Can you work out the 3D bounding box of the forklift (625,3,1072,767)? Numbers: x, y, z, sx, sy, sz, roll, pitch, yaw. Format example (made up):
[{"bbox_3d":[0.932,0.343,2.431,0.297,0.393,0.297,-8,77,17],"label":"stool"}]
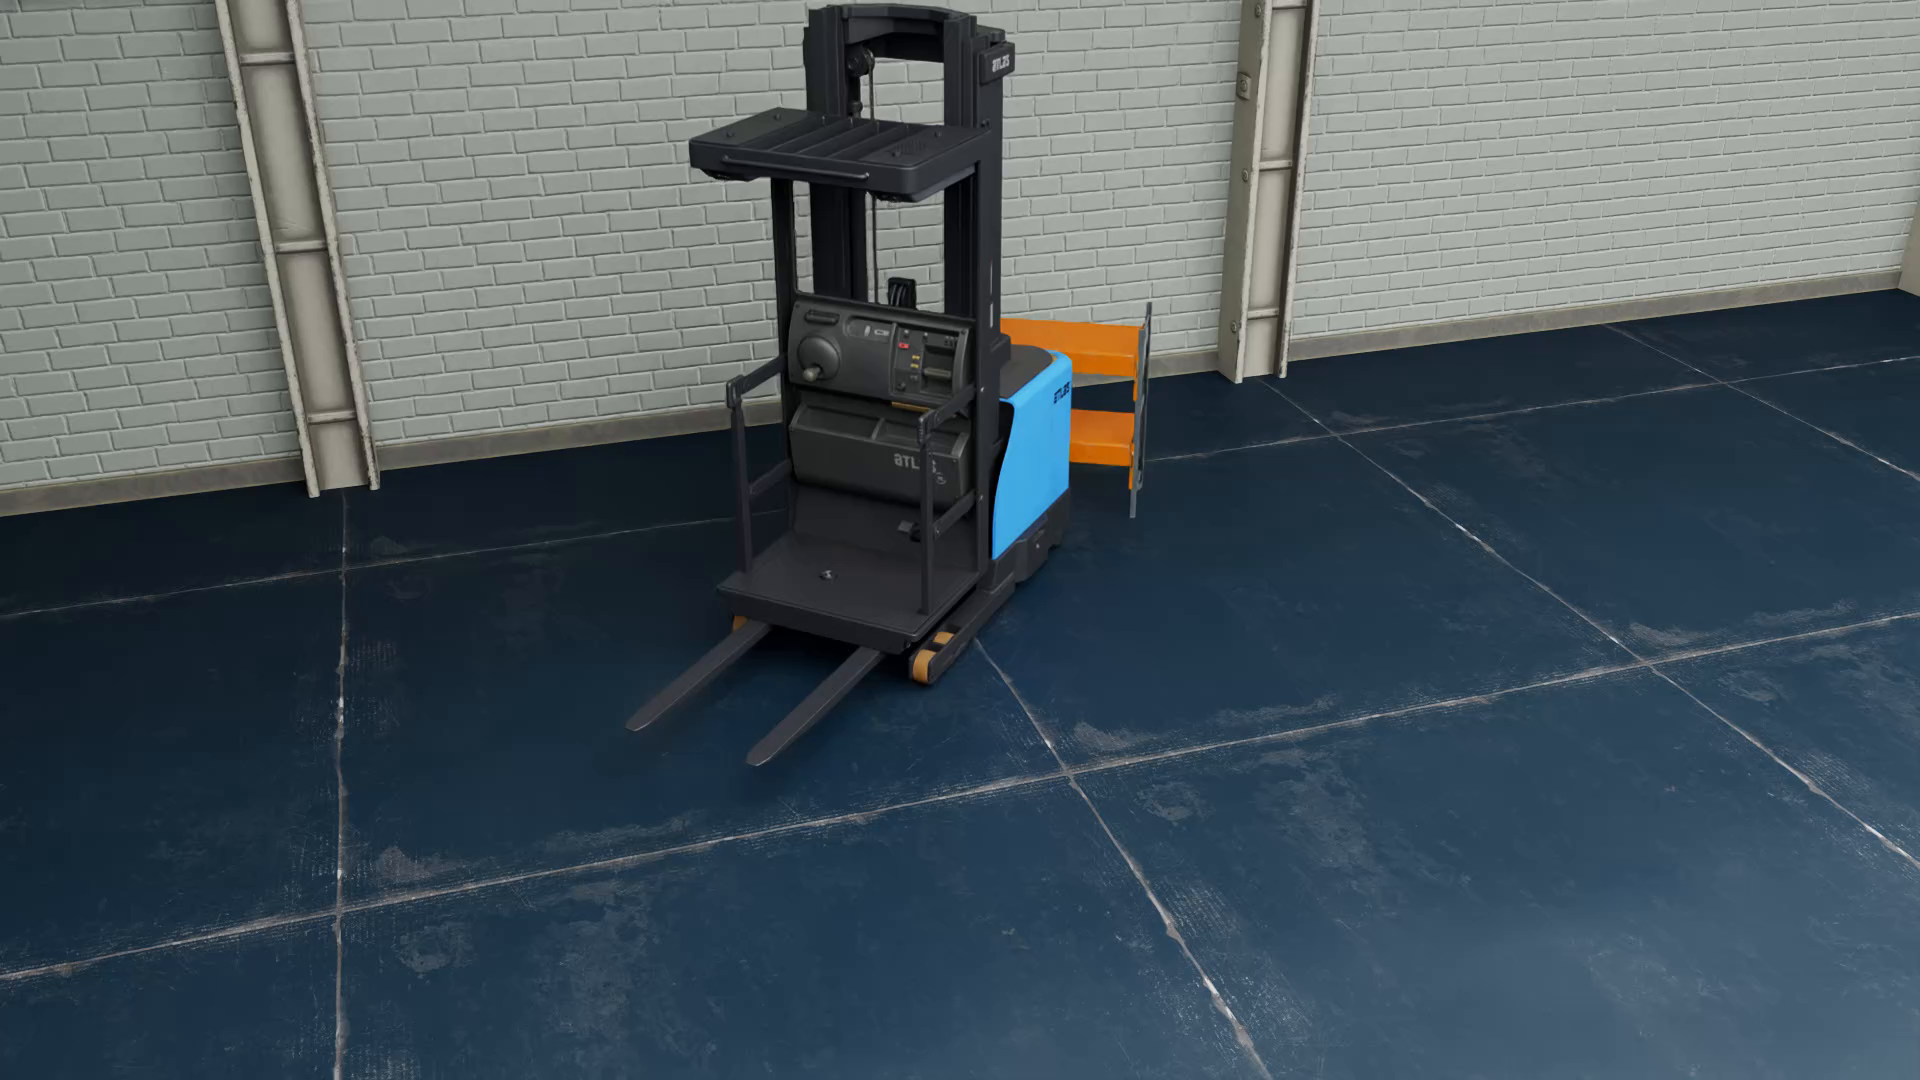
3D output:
[{"bbox_3d":[-0.482,-0.850,7.666,1.130,2.935,3.031,12,29,23],"label":"forklift"}]

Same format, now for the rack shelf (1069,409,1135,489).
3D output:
[{"bbox_3d":[0.532,-0.565,9.672,1.000,0.278,0.538,5,27,10],"label":"rack shelf"}]

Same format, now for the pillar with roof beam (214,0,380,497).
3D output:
[{"bbox_3d":[-2.343,-2.552,4.270,0.400,9.000,9.100,-8,28,-16],"label":"pillar with roof beam"}]

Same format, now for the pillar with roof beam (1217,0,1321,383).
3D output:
[{"bbox_3d":[3.362,-3.378,5.935,0.400,9.000,9.100,-8,28,-16],"label":"pillar with roof beam"}]

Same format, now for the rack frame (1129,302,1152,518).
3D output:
[{"bbox_3d":[1.031,-0.741,9.478,0.032,1.125,0.500,5,27,10],"label":"rack frame"}]

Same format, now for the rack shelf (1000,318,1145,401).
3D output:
[{"bbox_3d":[0.532,-1.046,9.433,1.000,0.278,0.538,5,27,10],"label":"rack shelf"}]

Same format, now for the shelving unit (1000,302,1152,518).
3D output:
[{"bbox_3d":[0.532,-0.784,9.563,1.048,1.125,0.538,5,27,10],"label":"shelving unit"}]

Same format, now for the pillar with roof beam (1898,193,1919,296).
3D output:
[{"bbox_3d":[9.067,-4.204,7.599,0.400,9.000,9.100,-8,28,-16],"label":"pillar with roof beam"}]
